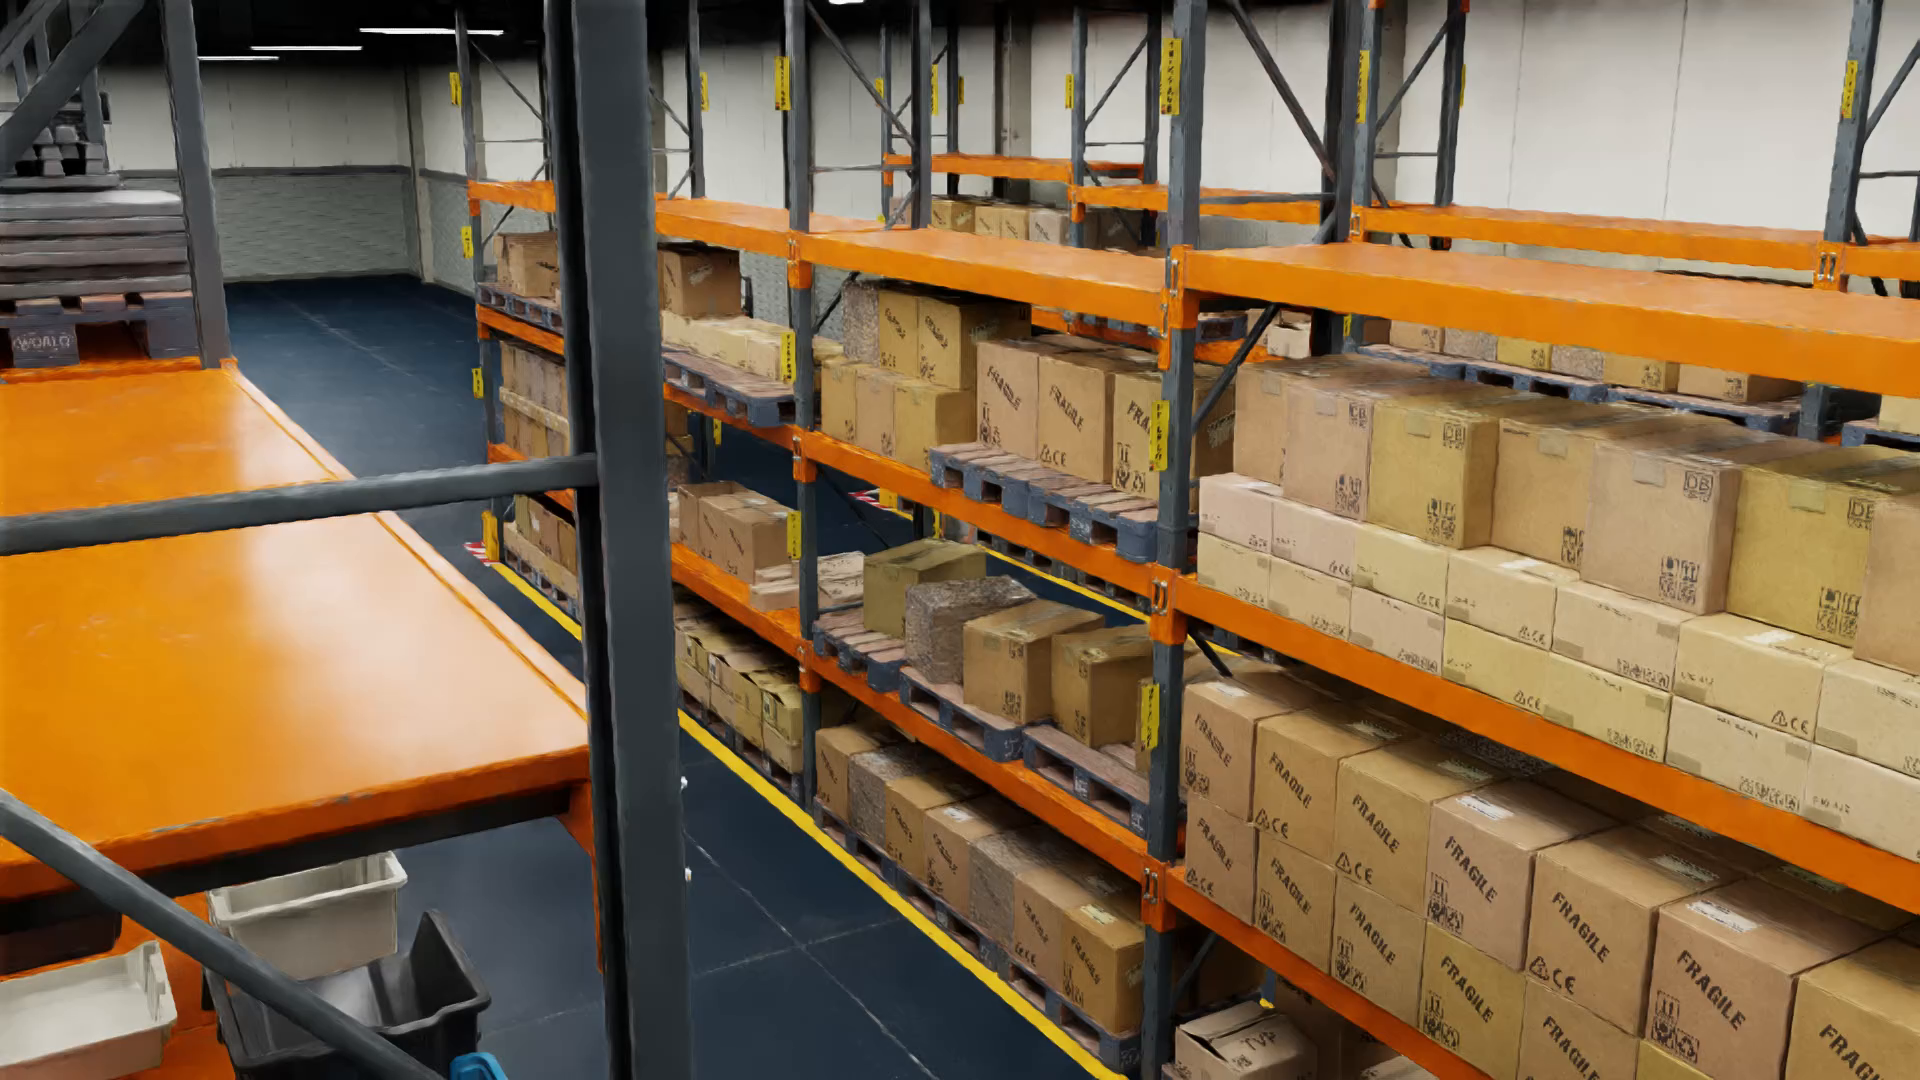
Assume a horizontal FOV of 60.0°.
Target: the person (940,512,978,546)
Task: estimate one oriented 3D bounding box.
[{"bbox_3d":[-0.023,-0.037,16.150,0.481,1.708,0.398,14,21,43],"label":"person"}]
